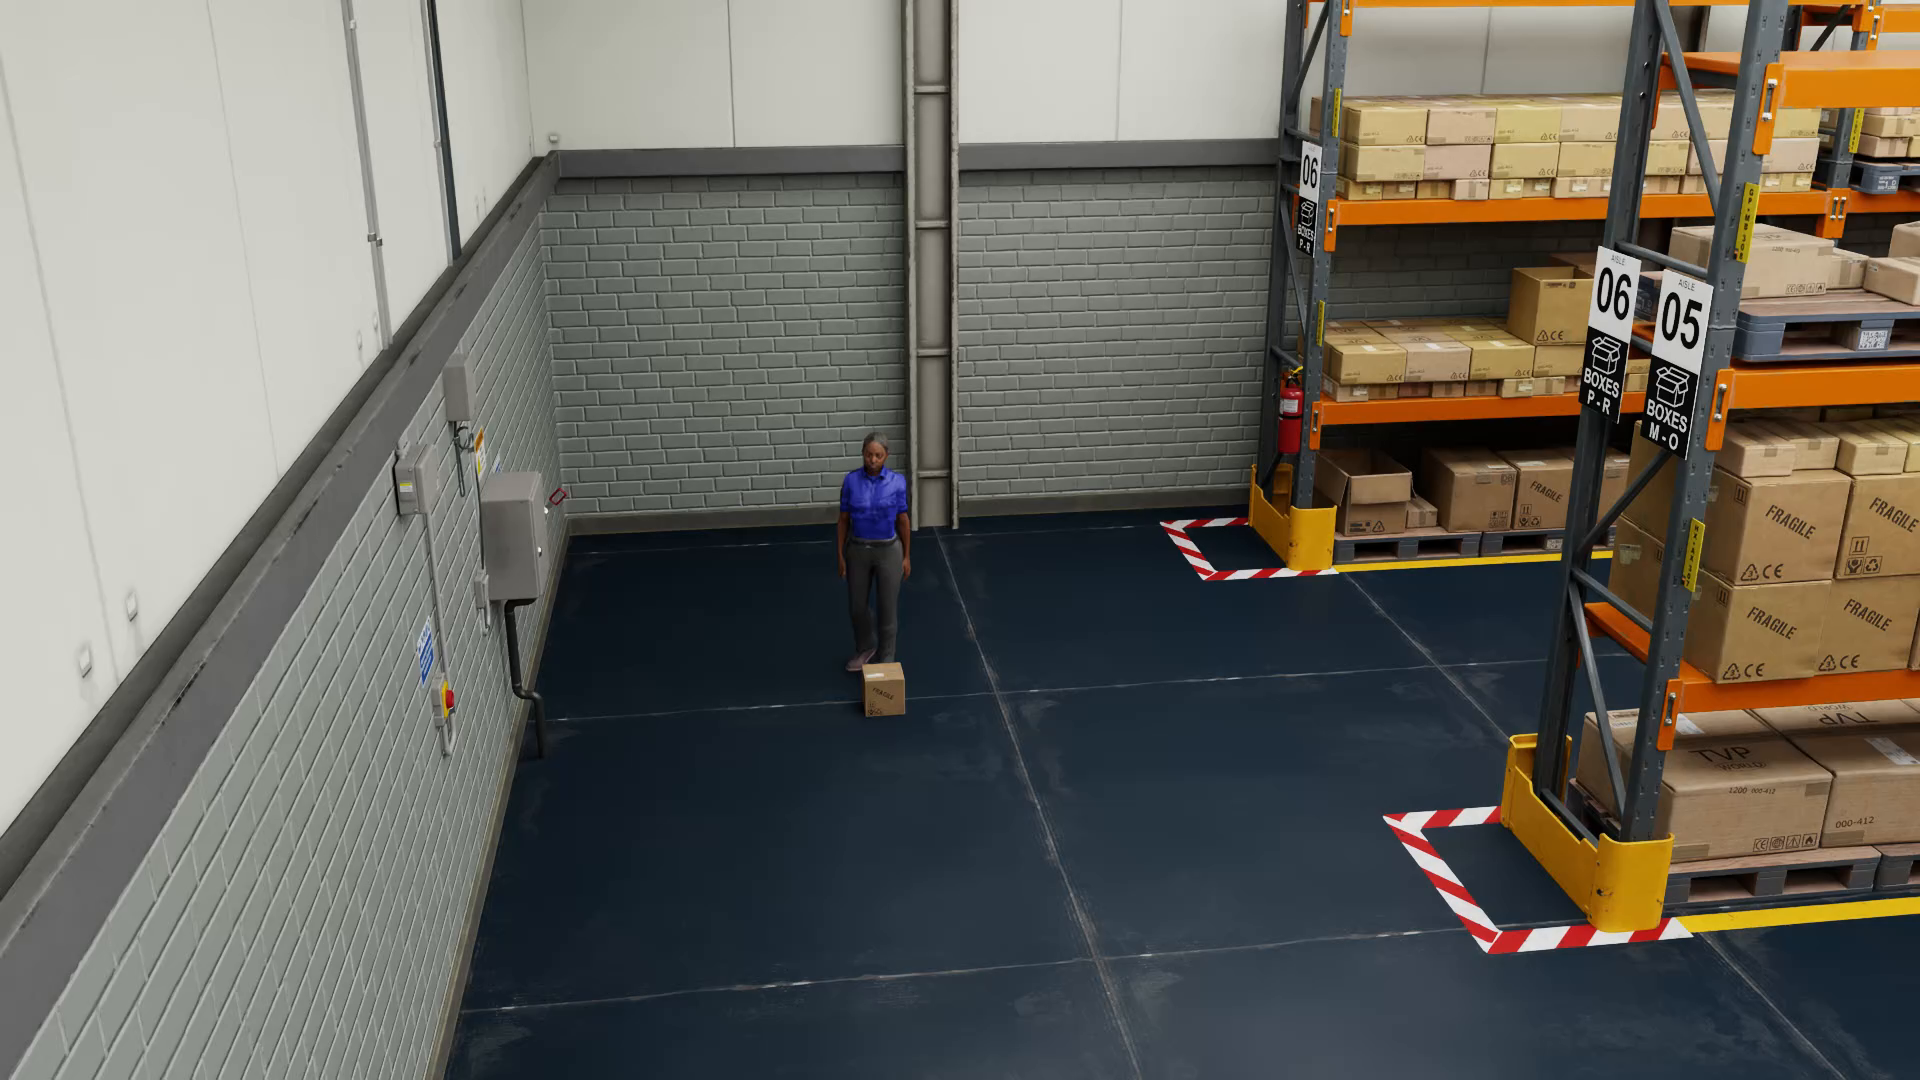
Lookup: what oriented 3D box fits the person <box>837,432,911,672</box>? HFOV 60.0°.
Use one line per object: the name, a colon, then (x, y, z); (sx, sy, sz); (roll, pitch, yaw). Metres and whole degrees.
person: (-0.558, 0.104, 10.781); (0.475, 1.666, 0.489); (1, 20, 3)
